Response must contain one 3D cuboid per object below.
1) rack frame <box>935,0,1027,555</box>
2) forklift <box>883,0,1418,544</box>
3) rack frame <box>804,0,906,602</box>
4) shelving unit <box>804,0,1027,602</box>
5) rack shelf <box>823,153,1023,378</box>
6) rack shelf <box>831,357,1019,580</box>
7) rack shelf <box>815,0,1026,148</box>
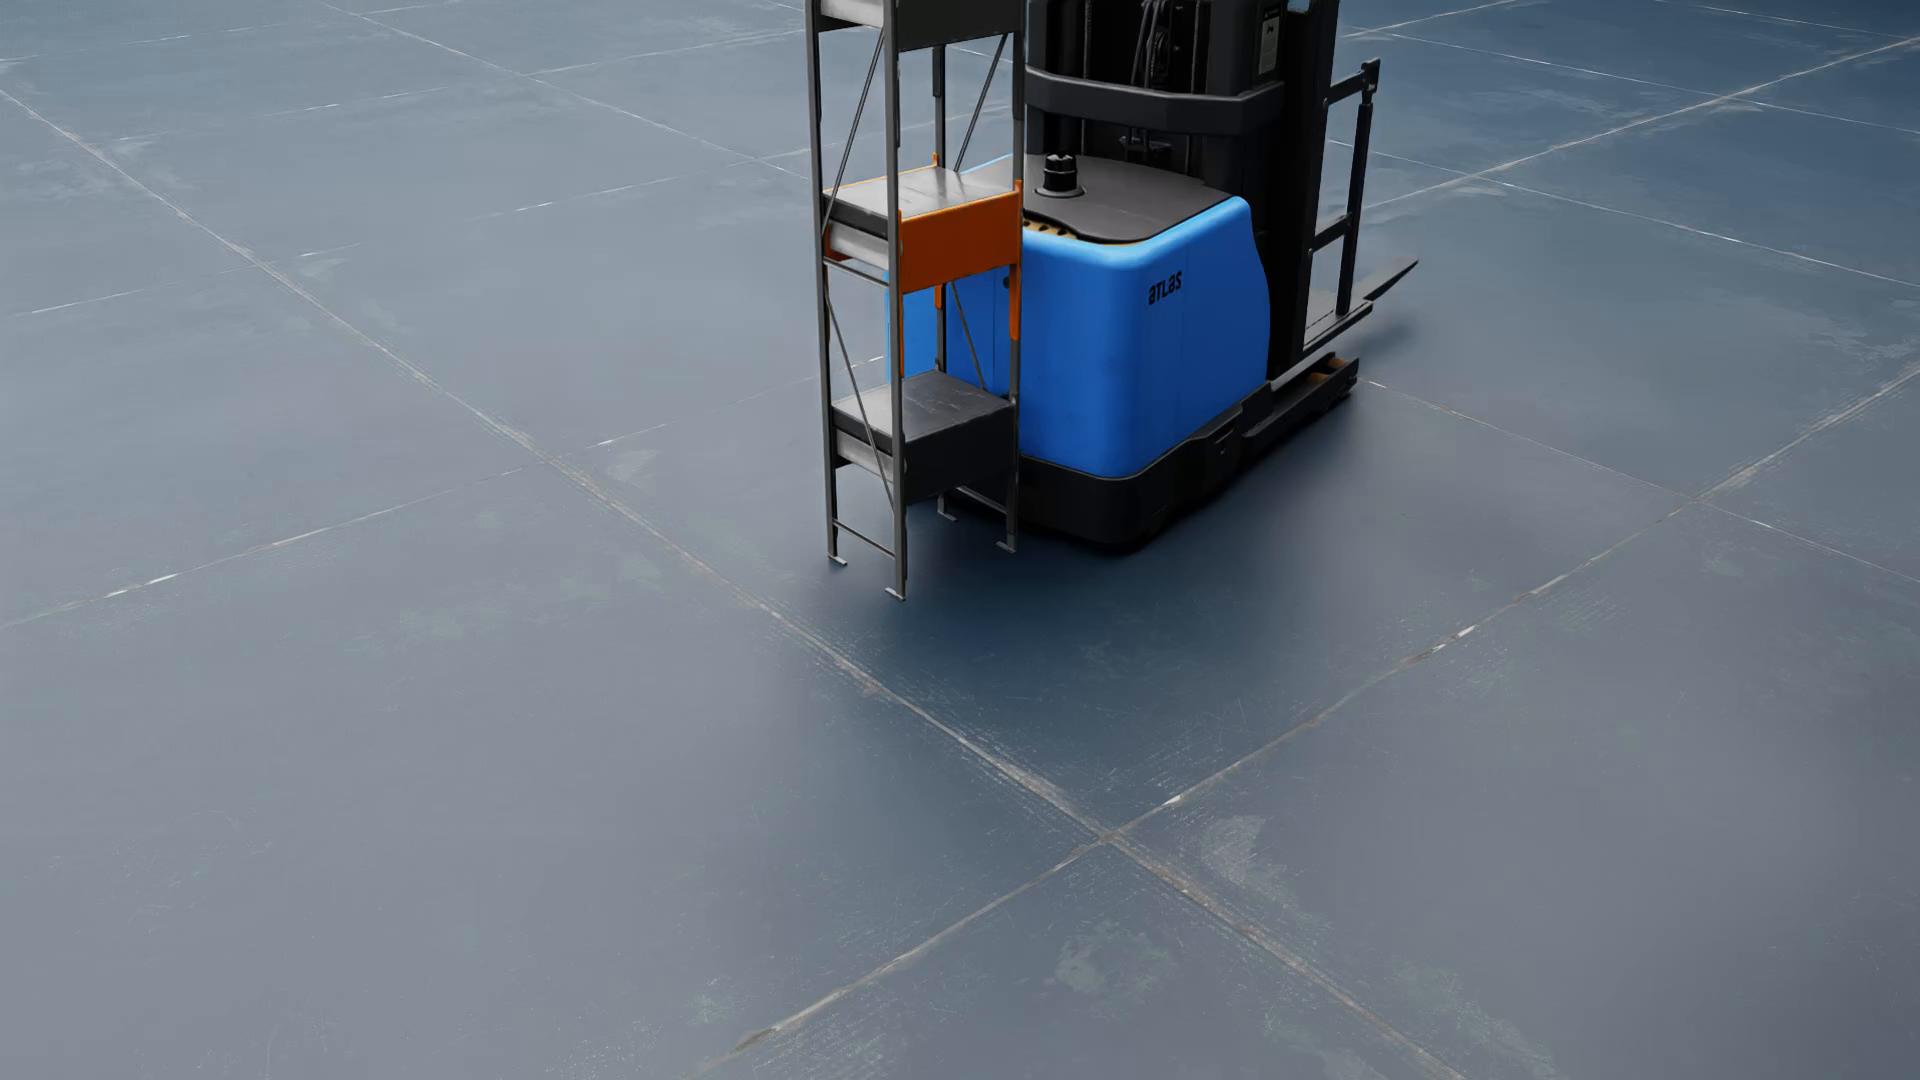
[{"bbox_3d":[0.057,-0.950,5.299,0.015,2.100,0.400,-22,35,-35],"label":"rack frame"},{"bbox_3d":[0.983,-1.920,6.234,1.130,2.935,3.031,19,33,31],"label":"forklift"},{"bbox_3d":[-0.312,-0.799,5.018,0.015,2.100,0.400,-22,35,-35],"label":"rack frame"},{"bbox_3d":[-0.127,-0.874,5.158,0.503,2.100,0.431,-22,35,-35],"label":"shelving unit"},{"bbox_3d":[-0.127,-0.862,5.165,0.480,0.518,0.431,-22,35,-35],"label":"rack shelf"},{"bbox_3d":[-0.127,-0.245,5.495,0.480,0.518,0.431,-22,35,-35],"label":"rack shelf"},{"bbox_3d":[-0.127,-1.480,4.835,0.480,0.518,0.431,-22,35,-35],"label":"rack shelf"}]
